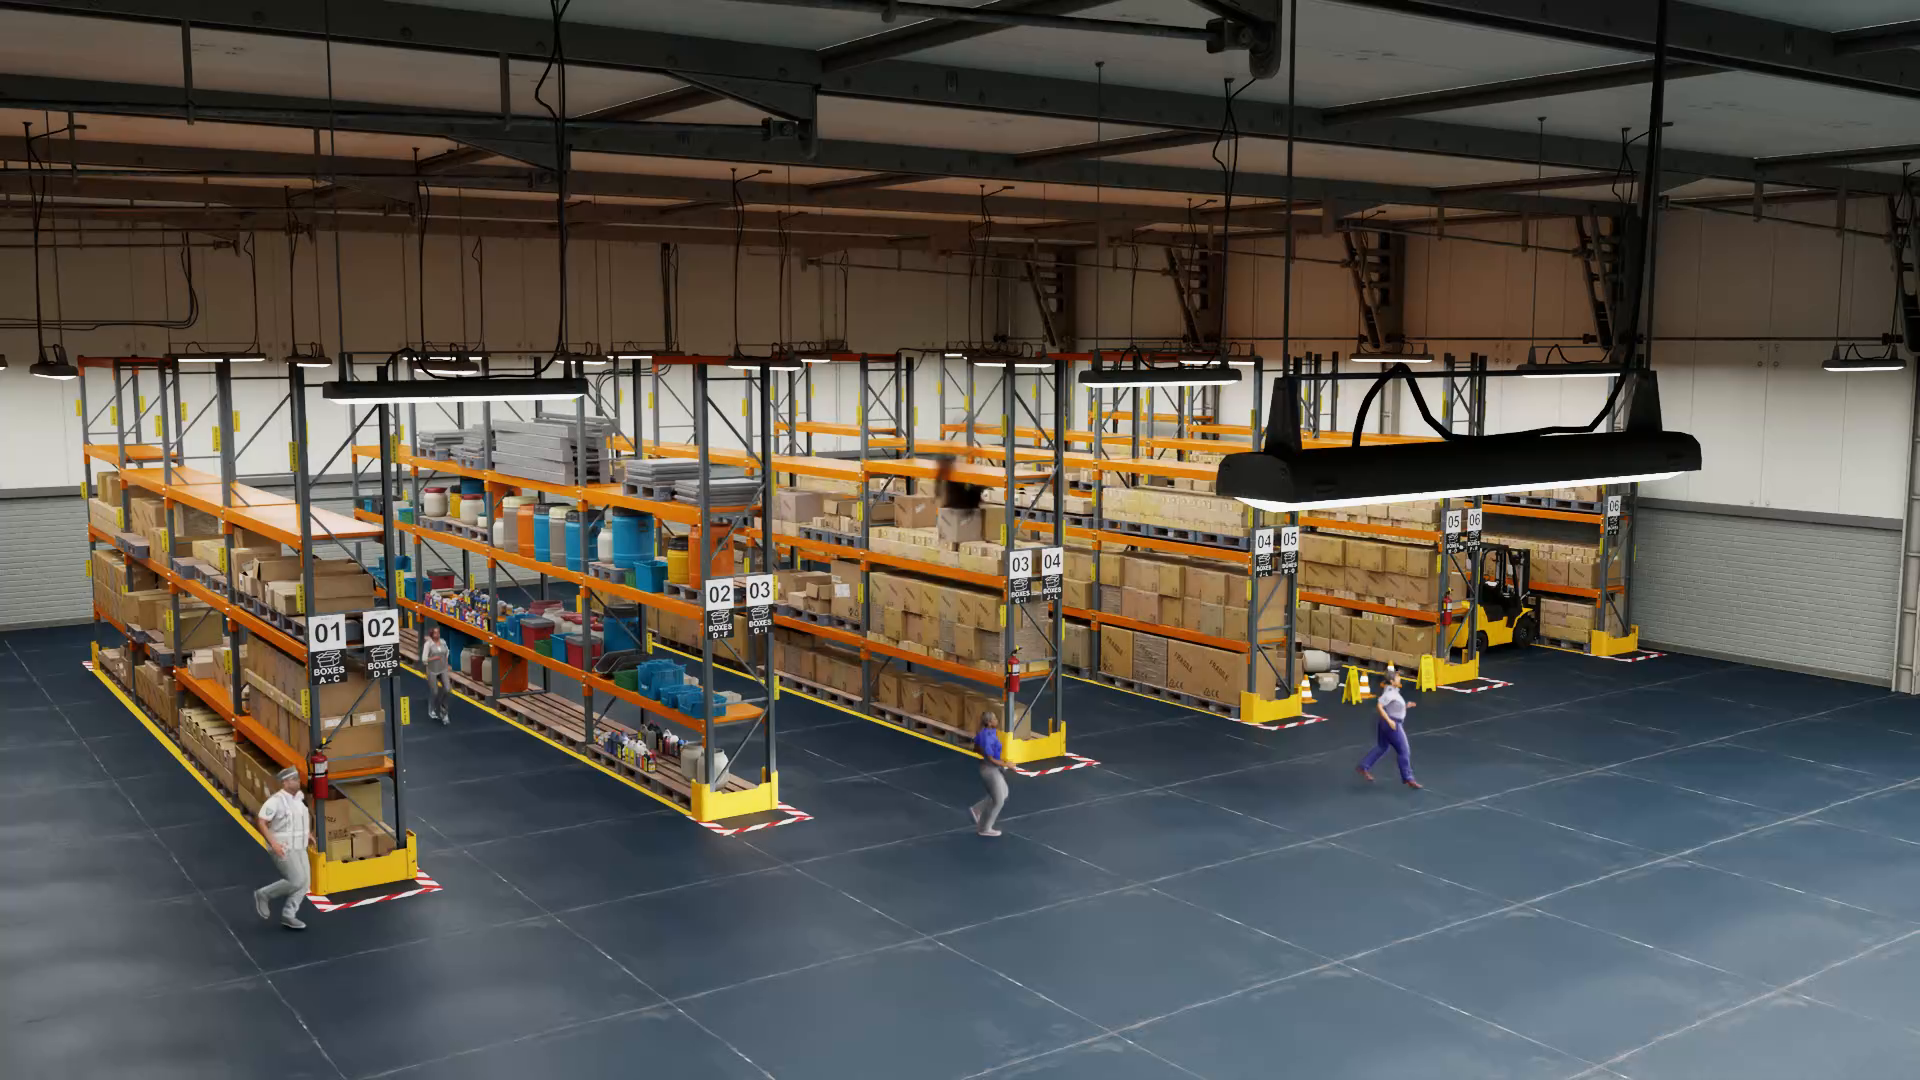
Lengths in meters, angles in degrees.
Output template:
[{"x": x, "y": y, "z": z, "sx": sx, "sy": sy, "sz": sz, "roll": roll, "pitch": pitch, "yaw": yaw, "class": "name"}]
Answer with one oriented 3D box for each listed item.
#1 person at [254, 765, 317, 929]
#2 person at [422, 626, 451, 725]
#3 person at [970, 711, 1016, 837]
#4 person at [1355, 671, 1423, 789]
[{"x": -7.283, "y": 3.301, "z": 18.071, "sx": 0.584, "sy": 1.710, "sz": 0.697, "roll": 2, "pitch": 7, "yaw": 13, "class": "person"}, {"x": -8.598, "y": 2.224, "z": 27.387, "sx": 0.514, "sy": 1.639, "sz": 0.666, "roll": -5, "pitch": 9, "yaw": -35, "class": "person"}, {"x": 0.416, "y": 2.973, "z": 21.221, "sx": 0.562, "sy": 1.616, "sz": 0.620, "roll": -1, "pitch": 7, "yaw": -6, "class": "person"}, {"x": 6.070, "y": 2.666, "z": 23.452, "sx": 0.919, "sy": 1.645, "sz": 0.598, "roll": 0, "pitch": 7, "yaw": 3, "class": "person"}]
